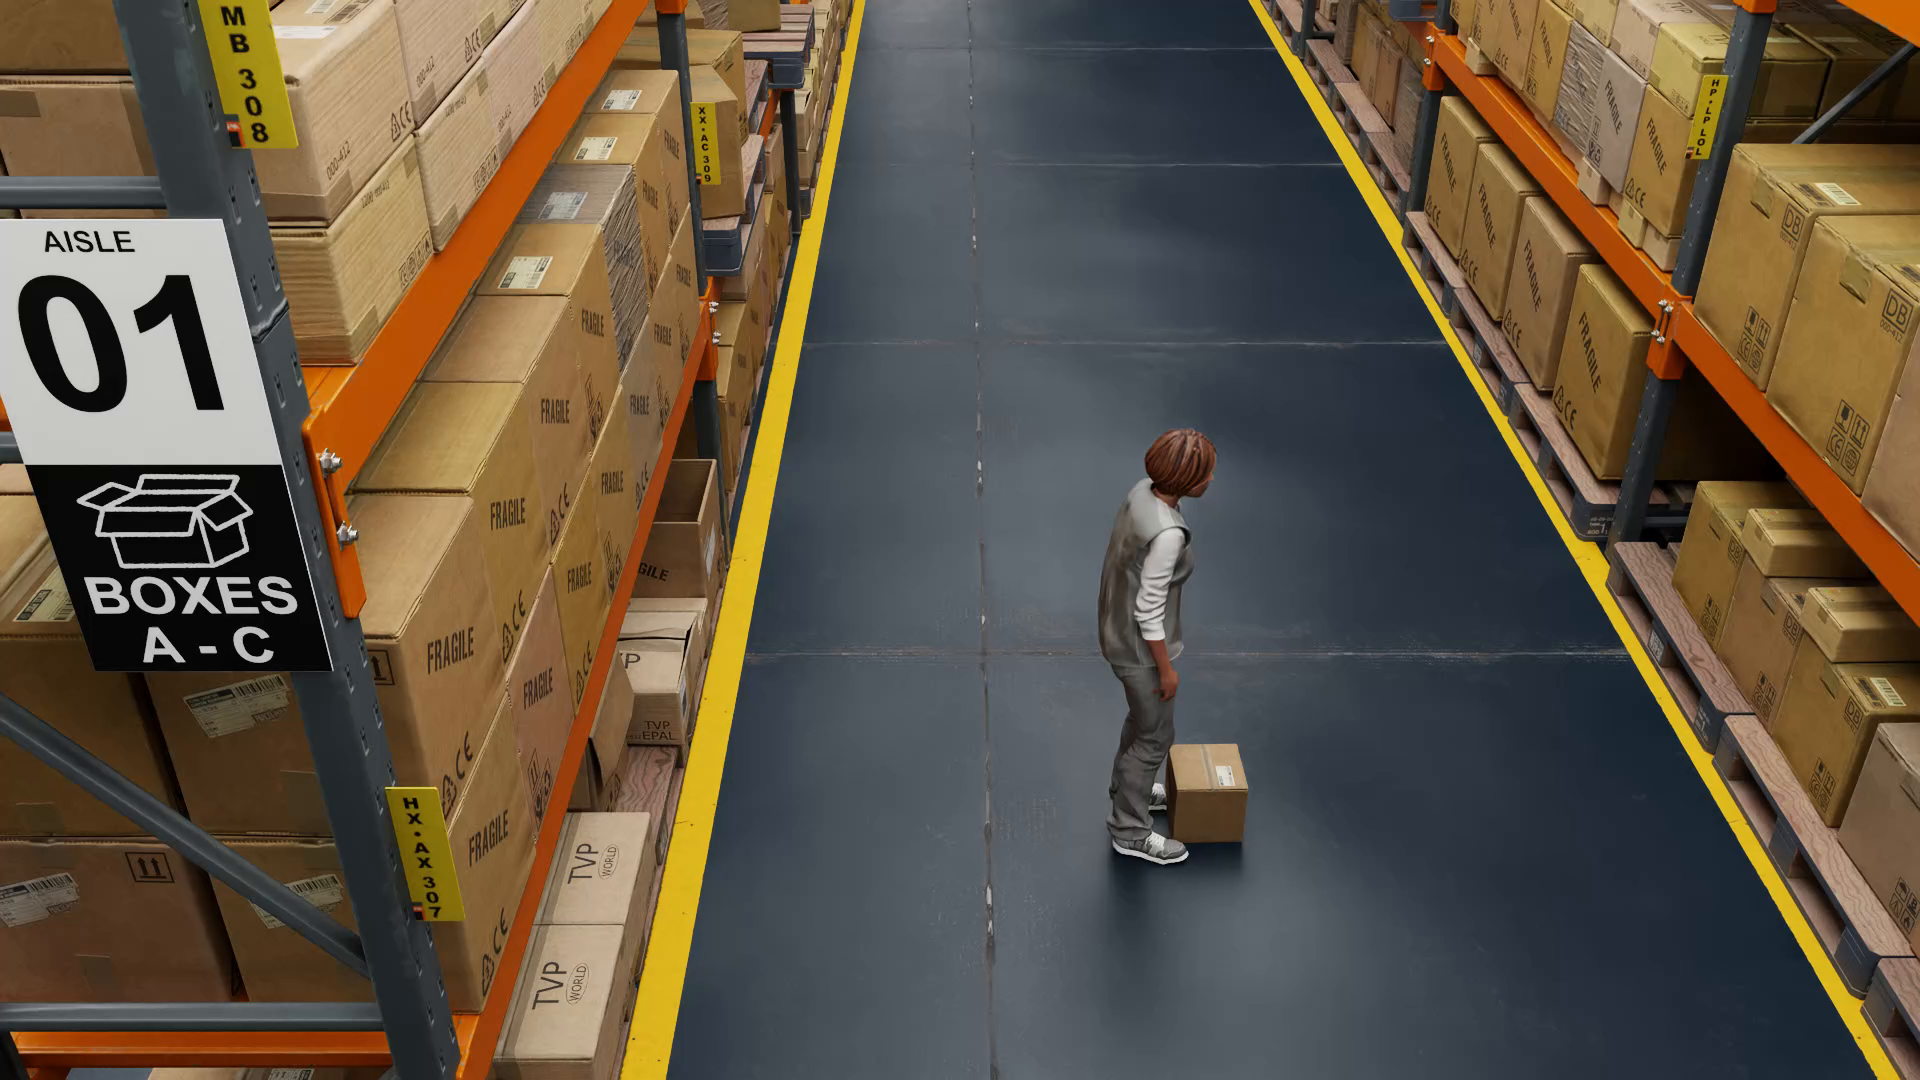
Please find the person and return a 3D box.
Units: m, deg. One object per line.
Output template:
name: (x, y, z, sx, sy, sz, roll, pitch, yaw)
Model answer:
person: (0.647, 0.345, 5.593, 0.365, 1.593, 0.461, 0, 32, 0)
